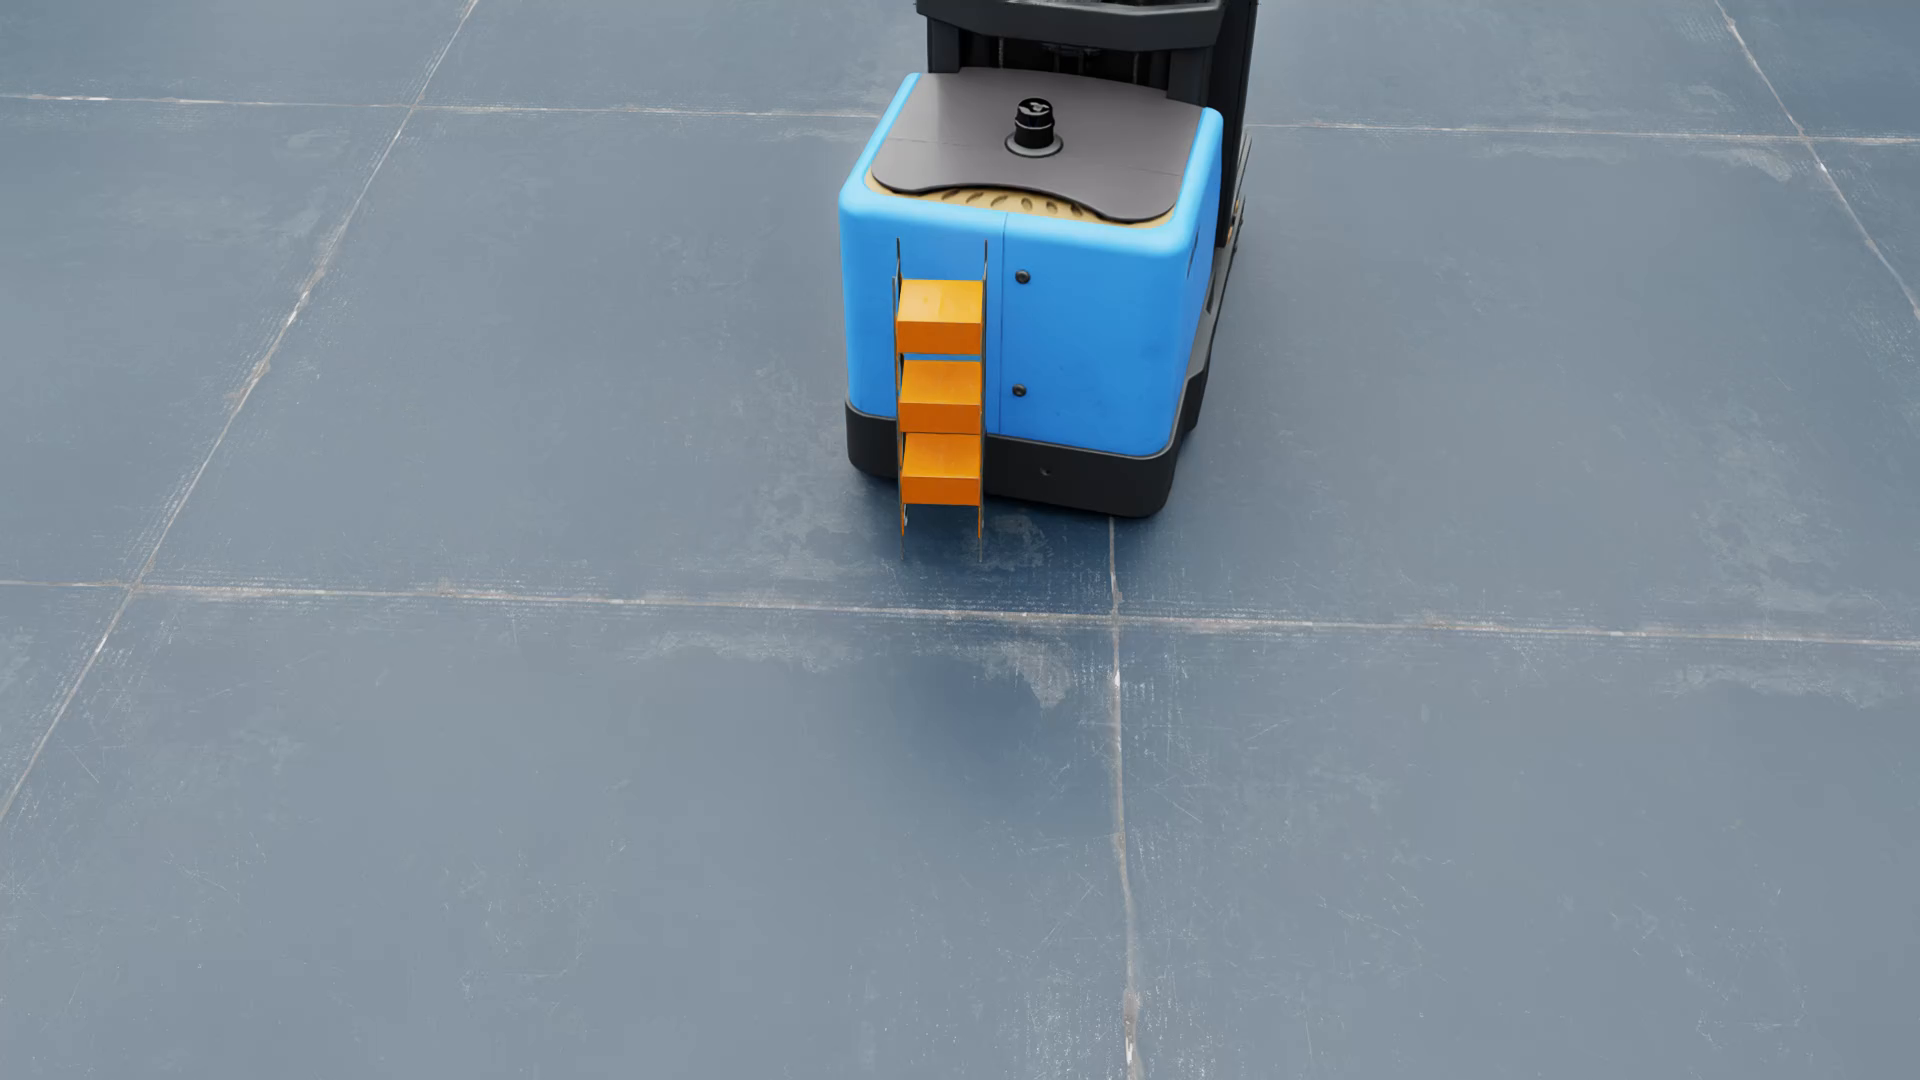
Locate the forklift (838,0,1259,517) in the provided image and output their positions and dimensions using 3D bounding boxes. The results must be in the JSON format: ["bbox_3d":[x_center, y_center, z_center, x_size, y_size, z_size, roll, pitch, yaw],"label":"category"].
[{"bbox_3d":[0.489,-2.163,5.422,1.130,2.935,3.031,10,44,10],"label":"forklift"}]

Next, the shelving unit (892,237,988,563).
[{"bbox_3d":[-0.053,-0.386,4.894,0.252,1.050,0.215,2,43,2],"label":"shelving unit"}]

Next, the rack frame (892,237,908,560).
[{"bbox_3d":[-0.175,-0.390,4.898,0.008,1.050,0.200,2,43,2],"label":"rack frame"}]

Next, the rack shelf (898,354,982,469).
[{"bbox_3d":[-0.053,-0.378,4.901,0.240,0.259,0.215,2,43,2],"label":"rack shelf"}]

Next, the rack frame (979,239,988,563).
[{"bbox_3d":[0.068,-0.382,4.890,0.008,1.050,0.200,2,43,2],"label":"rack frame"}]

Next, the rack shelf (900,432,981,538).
[{"bbox_3d":[-0.053,-0.175,5.091,0.240,0.259,0.215,2,43,2],"label":"rack shelf"}]

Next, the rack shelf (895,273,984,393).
[{"bbox_3d":[-0.053,-0.586,4.708,0.240,0.259,0.215,2,43,2],"label":"rack shelf"}]
